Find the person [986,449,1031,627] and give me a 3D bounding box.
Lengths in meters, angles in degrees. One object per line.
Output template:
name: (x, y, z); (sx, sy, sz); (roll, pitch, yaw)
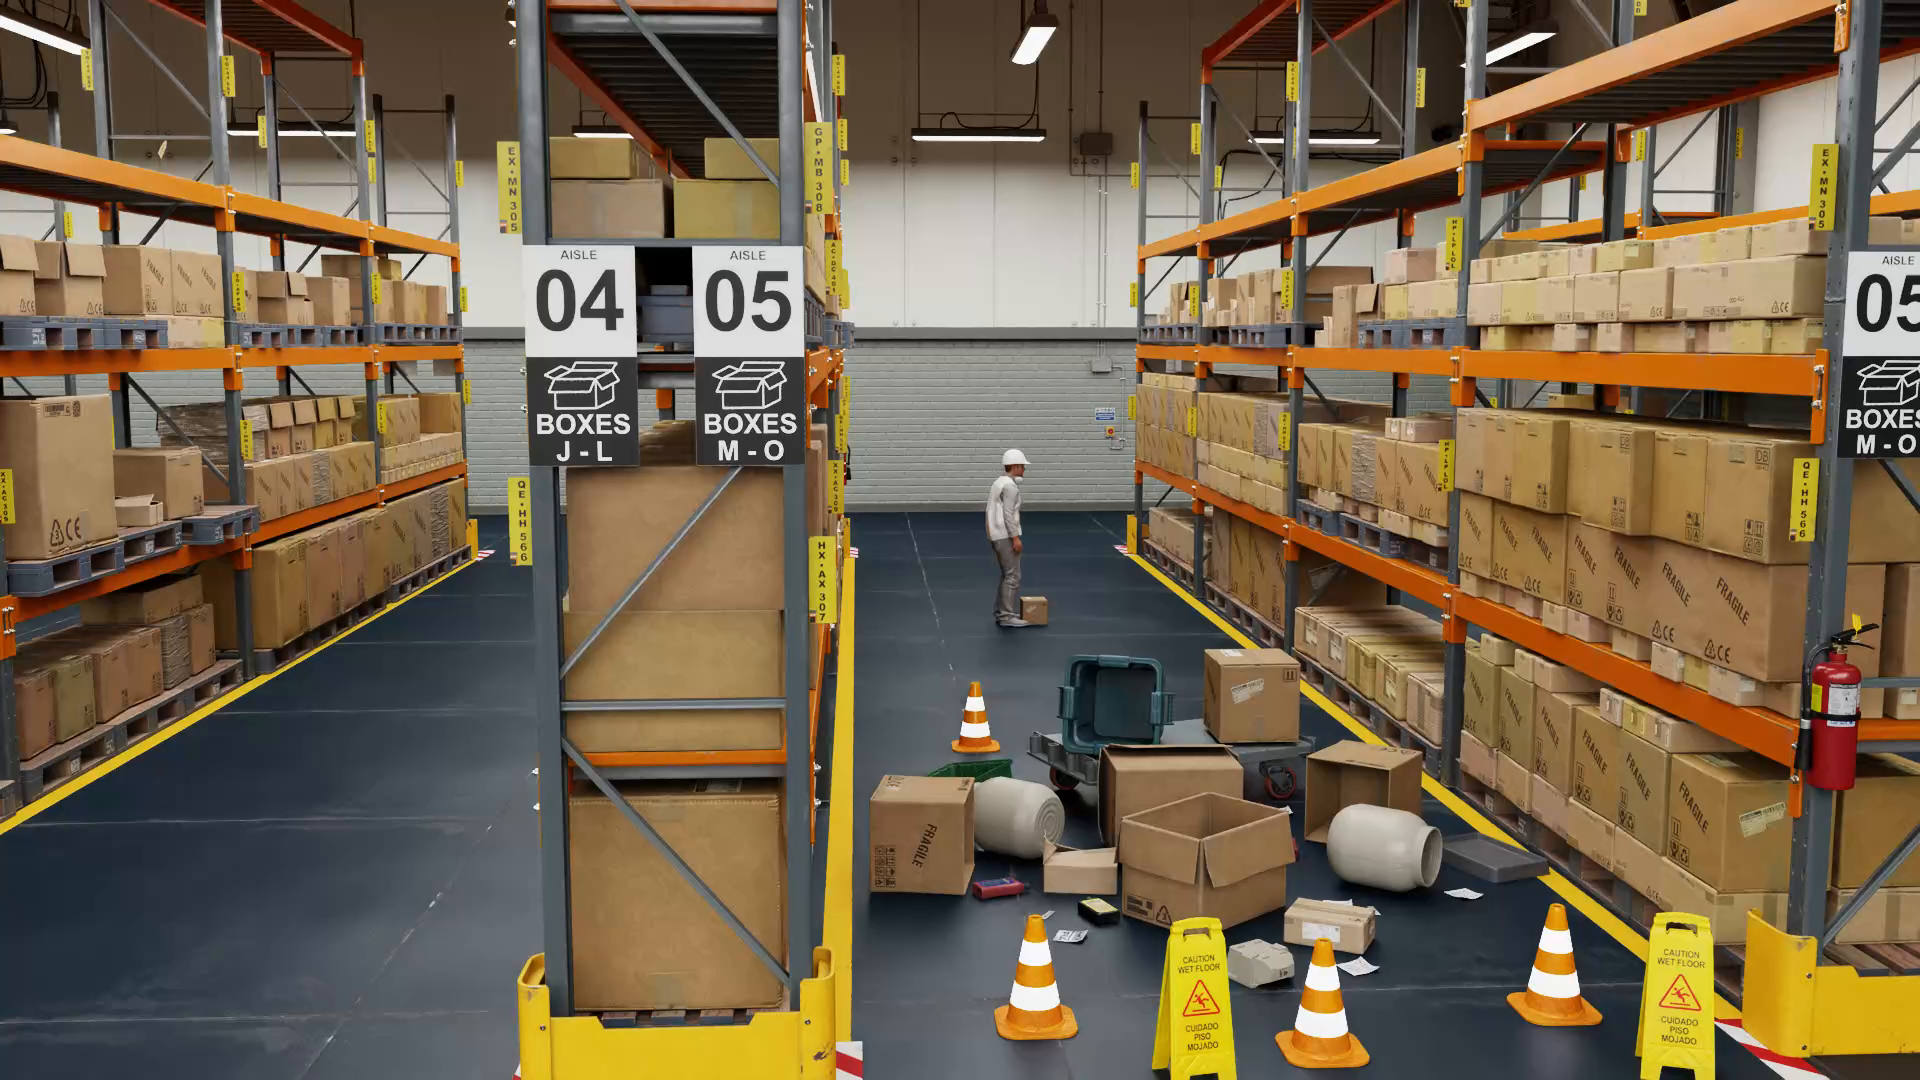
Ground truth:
person: (0.492, -0.031, 16.883); (0.457, 1.773, 0.593); (-1, 7, -7)
